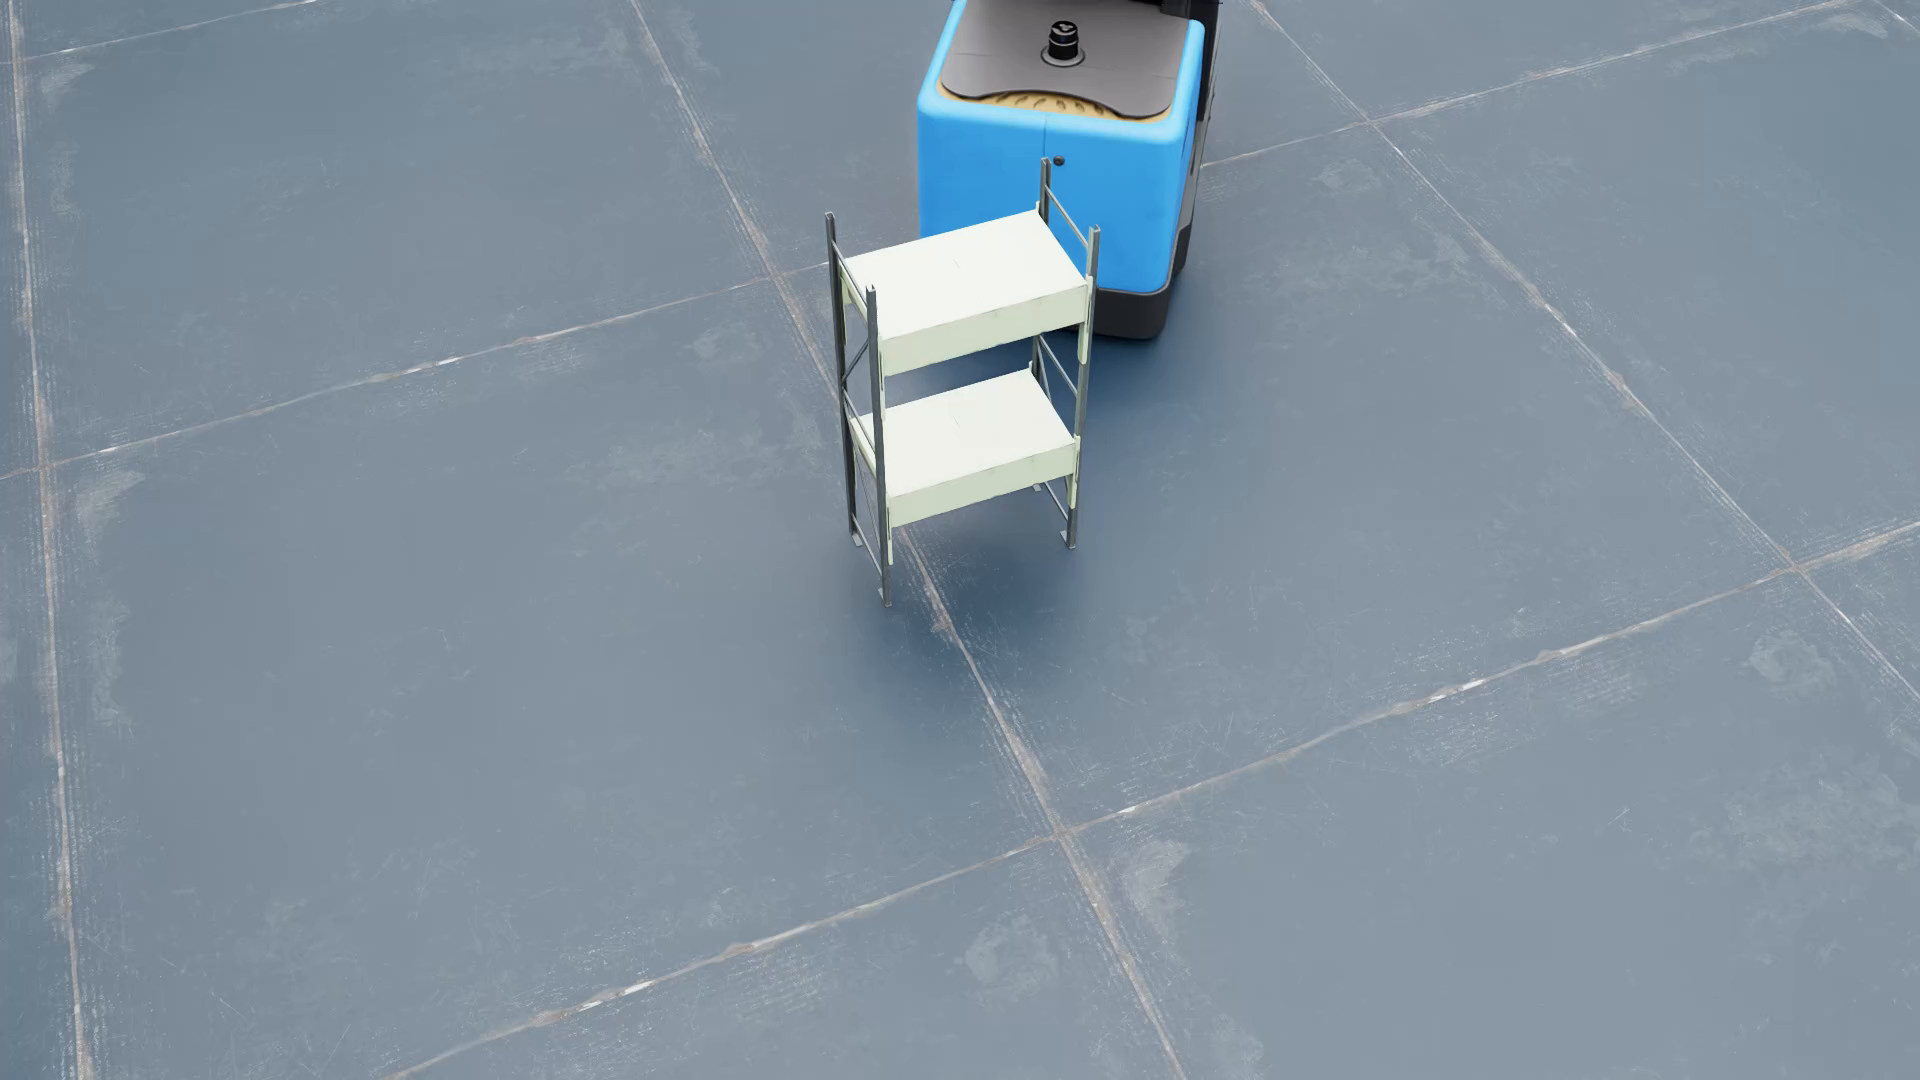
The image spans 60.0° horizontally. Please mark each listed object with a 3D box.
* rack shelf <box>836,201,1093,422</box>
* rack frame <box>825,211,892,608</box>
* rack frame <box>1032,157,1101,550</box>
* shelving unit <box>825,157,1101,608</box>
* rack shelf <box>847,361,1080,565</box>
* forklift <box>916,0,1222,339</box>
[{"bbox_3d":[0.006,-0.745,5.387,0.720,0.370,0.431,-17,52,-14],"label":"rack shelf"},{"bbox_3d":[-0.333,-0.386,5.593,0.023,1.500,0.400,-17,52,-14],"label":"rack frame"},{"bbox_3d":[0.345,-0.596,5.773,0.023,1.500,0.400,-17,52,-14],"label":"rack frame"},{"bbox_3d":[0.006,-0.491,5.683,0.755,1.500,0.431,-17,52,-14],"label":"shelving unit"},{"bbox_3d":[0.006,-0.278,5.930,0.720,0.370,0.431,-17,52,-14],"label":"rack shelf"},{"bbox_3d":[0.620,-2.927,6.832,1.130,2.935,3.031,9,50,8],"label":"forklift"}]
